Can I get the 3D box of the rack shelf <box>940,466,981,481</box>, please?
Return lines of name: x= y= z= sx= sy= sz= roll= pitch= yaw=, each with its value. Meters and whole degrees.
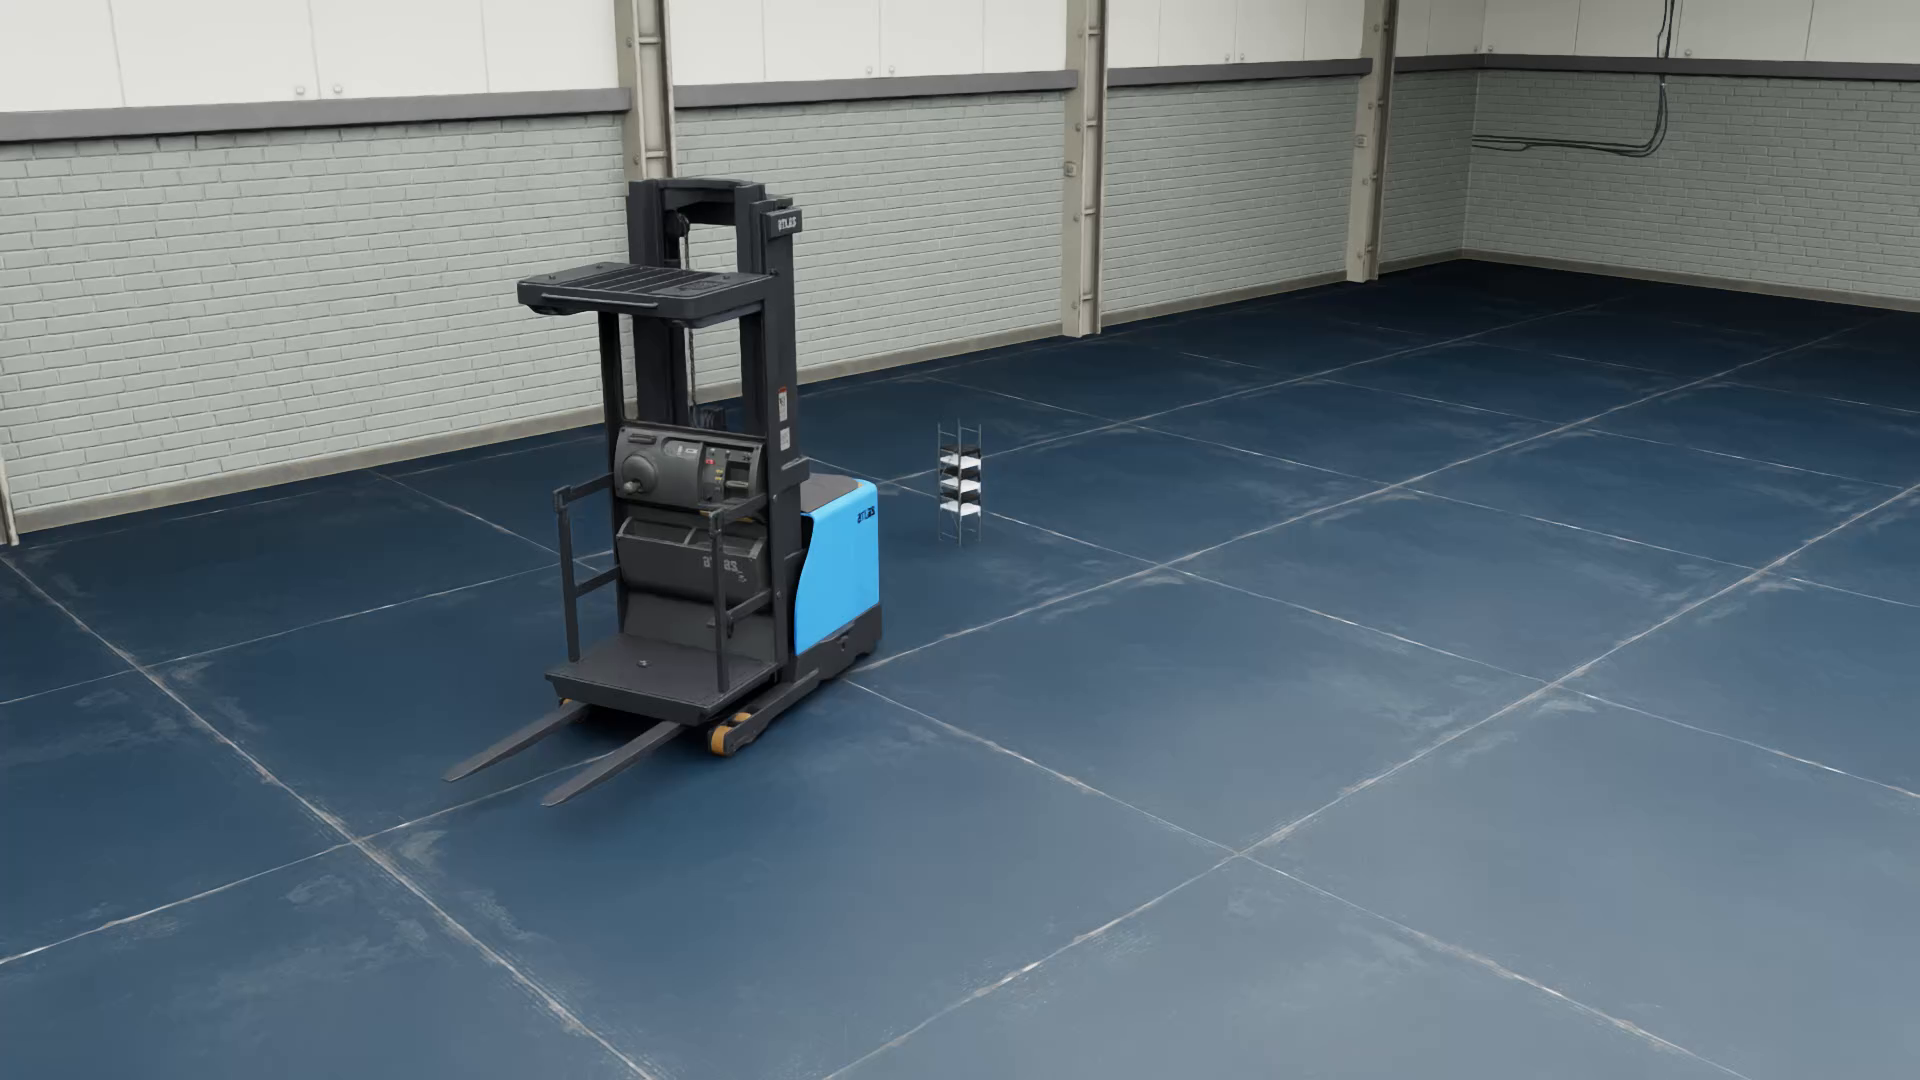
rack shelf: x=-0.006 y=-0.480 z=12.323 sx=0.200 sy=0.077 sz=0.258 roll=-16 pitch=24 yaw=-41

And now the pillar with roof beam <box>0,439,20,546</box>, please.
pillar with roof beam: x=-4.298 y=-3.278 z=8.004 sx=0.400 sy=9.000 sz=9.100 roll=-16 pitch=24 yaw=-41

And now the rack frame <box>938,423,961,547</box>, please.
rack frame: x=-0.080 y=-0.405 z=12.274 sx=0.006 sy=0.900 sz=0.240 roll=-16 pitch=24 yaw=-41

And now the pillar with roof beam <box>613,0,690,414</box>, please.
pillar with roof beam: x=0.062 y=-4.549 z=11.925 sx=0.400 sy=9.000 sz=9.100 roll=-16 pitch=24 yaw=-41

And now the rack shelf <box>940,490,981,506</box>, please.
rack shelf: x=-0.006 y=-0.309 z=12.379 sx=0.200 sy=0.077 sz=0.258 roll=-16 pitch=24 yaw=-41

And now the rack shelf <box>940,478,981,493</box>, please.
rack shelf: x=-0.006 y=-0.395 z=12.351 sx=0.200 sy=0.077 sz=0.258 roll=-16 pitch=24 yaw=-41

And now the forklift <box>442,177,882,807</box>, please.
forklift: x=-1.583 y=-0.387 z=8.925 sx=1.130 sy=2.935 sz=3.031 roll=9 pitch=20 yaw=25

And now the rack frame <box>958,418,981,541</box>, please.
rack frame: x=0.068 y=-0.448 z=12.407 sx=0.006 sy=0.900 sz=0.240 roll=-16 pitch=24 yaw=-41

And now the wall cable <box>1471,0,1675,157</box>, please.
wall cable: x=8.873 y=-6.908 z=24.234 sx=0.112 sy=2.526 sz=3.097 roll=-16 pitch=24 yaw=-41

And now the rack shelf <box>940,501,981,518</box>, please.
rack shelf: x=-0.006 y=-0.223 z=12.406 sx=0.200 sy=0.077 sz=0.258 roll=-16 pitch=24 yaw=-41

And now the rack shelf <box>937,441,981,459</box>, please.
rack shelf: x=-0.006 y=-0.651 z=12.268 sx=0.200 sy=0.077 sz=0.258 roll=-16 pitch=24 yaw=-41

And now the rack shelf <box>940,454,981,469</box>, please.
rack shelf: x=-0.006 y=-0.566 z=12.295 sx=0.200 sy=0.077 sz=0.258 roll=-16 pitch=24 yaw=-41

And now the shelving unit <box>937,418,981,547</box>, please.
shelving unit: x=-0.006 y=-0.426 z=12.341 sx=0.210 sy=0.900 sz=0.258 roll=-16 pitch=24 yaw=-41

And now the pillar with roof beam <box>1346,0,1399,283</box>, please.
pillar with roof beam: x=8.781 y=-7.092 z=19.768 sx=0.400 sy=9.000 sz=9.100 roll=-16 pitch=24 yaw=-41

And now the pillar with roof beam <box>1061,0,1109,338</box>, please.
pillar with roof beam: x=4.422 y=-5.821 z=15.847 sx=0.400 sy=9.000 sz=9.100 roll=-16 pitch=24 yaw=-41
